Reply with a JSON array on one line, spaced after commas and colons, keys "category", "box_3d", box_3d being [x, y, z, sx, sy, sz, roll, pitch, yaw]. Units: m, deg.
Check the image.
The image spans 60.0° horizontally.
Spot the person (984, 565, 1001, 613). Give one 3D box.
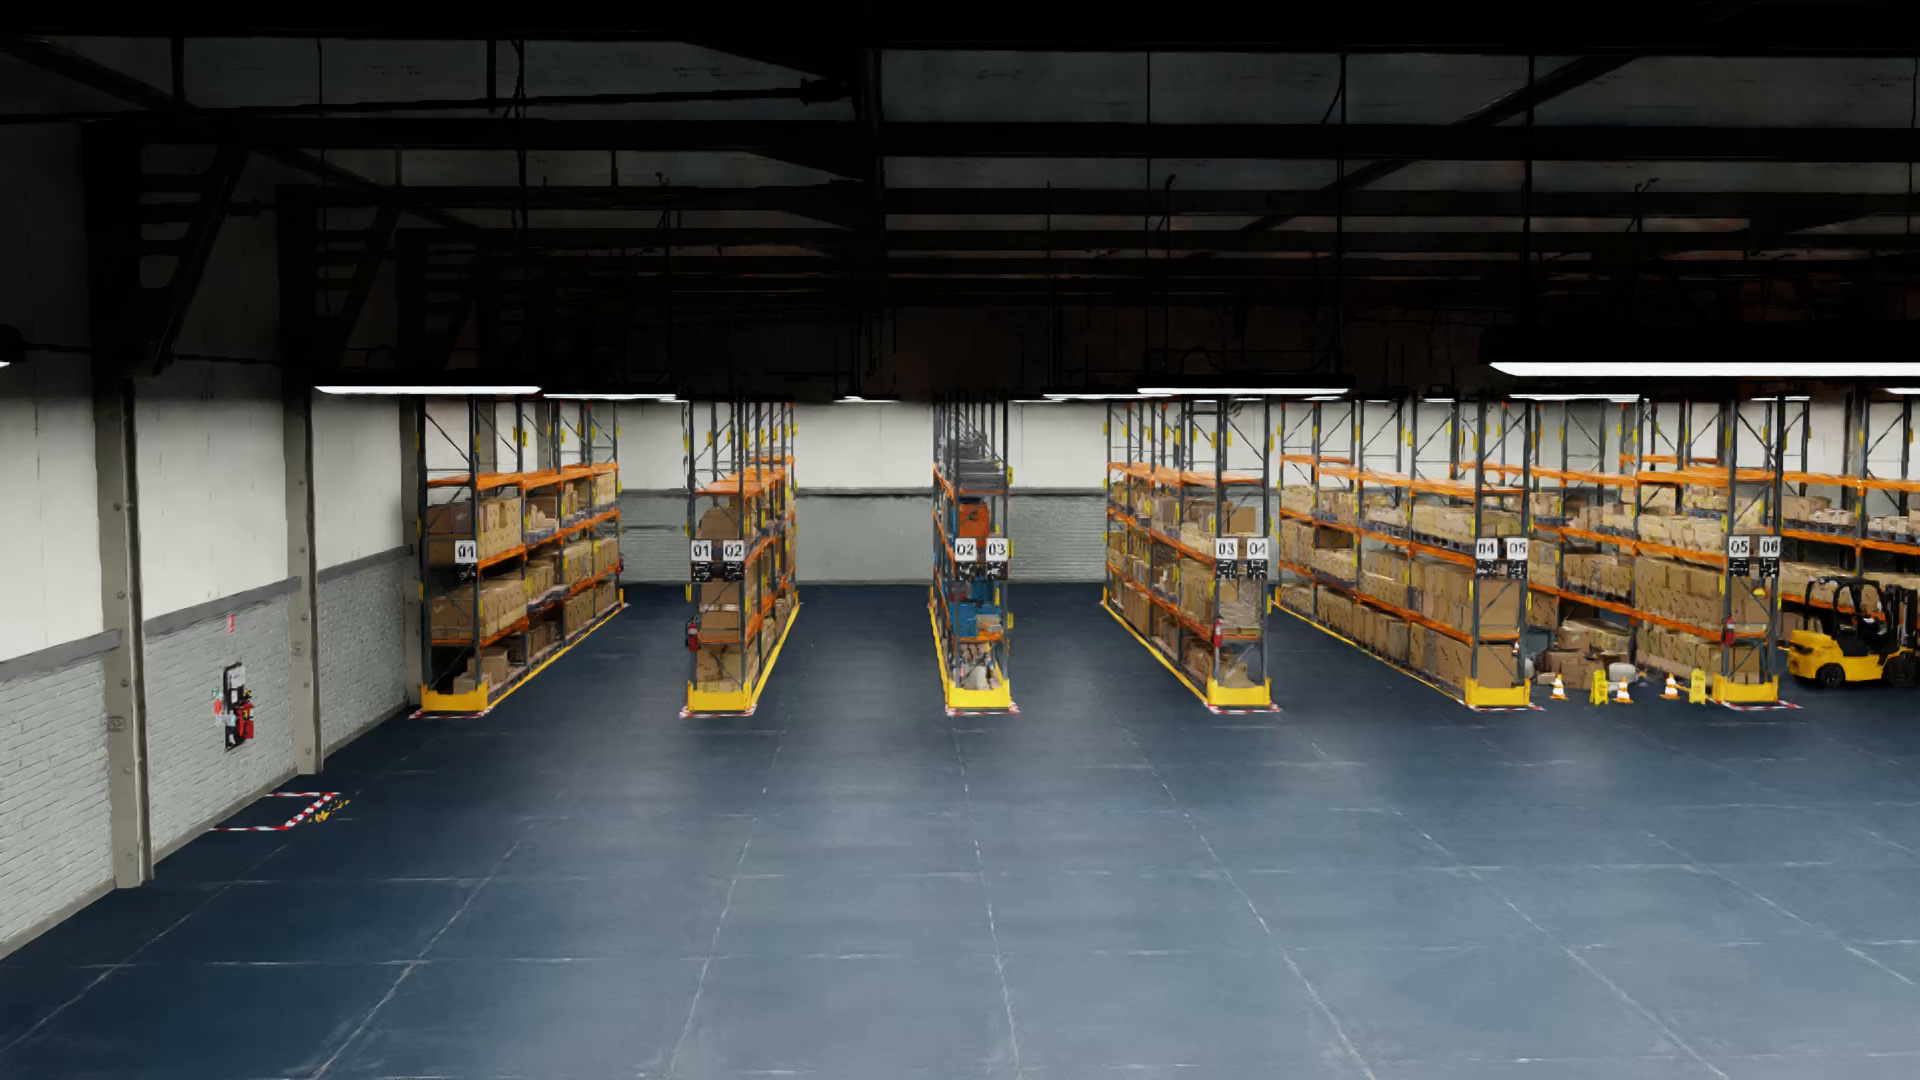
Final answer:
[{"category": "person", "box_3d": [0.681, 1.174, 45.523, 0.705, 1.660, 0.854, -2, 5, -20]}]

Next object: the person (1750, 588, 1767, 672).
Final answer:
[{"category": "person", "box_3d": [17.069, 1.917, 35.685, 0.497, 1.765, 0.625, 2, 5, 27]}]

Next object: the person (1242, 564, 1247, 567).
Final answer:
[{"category": "person", "box_3d": [8.109, 1.079, 47.129, 0.536, 1.574, 0.535, 2, 5, 24]}]
